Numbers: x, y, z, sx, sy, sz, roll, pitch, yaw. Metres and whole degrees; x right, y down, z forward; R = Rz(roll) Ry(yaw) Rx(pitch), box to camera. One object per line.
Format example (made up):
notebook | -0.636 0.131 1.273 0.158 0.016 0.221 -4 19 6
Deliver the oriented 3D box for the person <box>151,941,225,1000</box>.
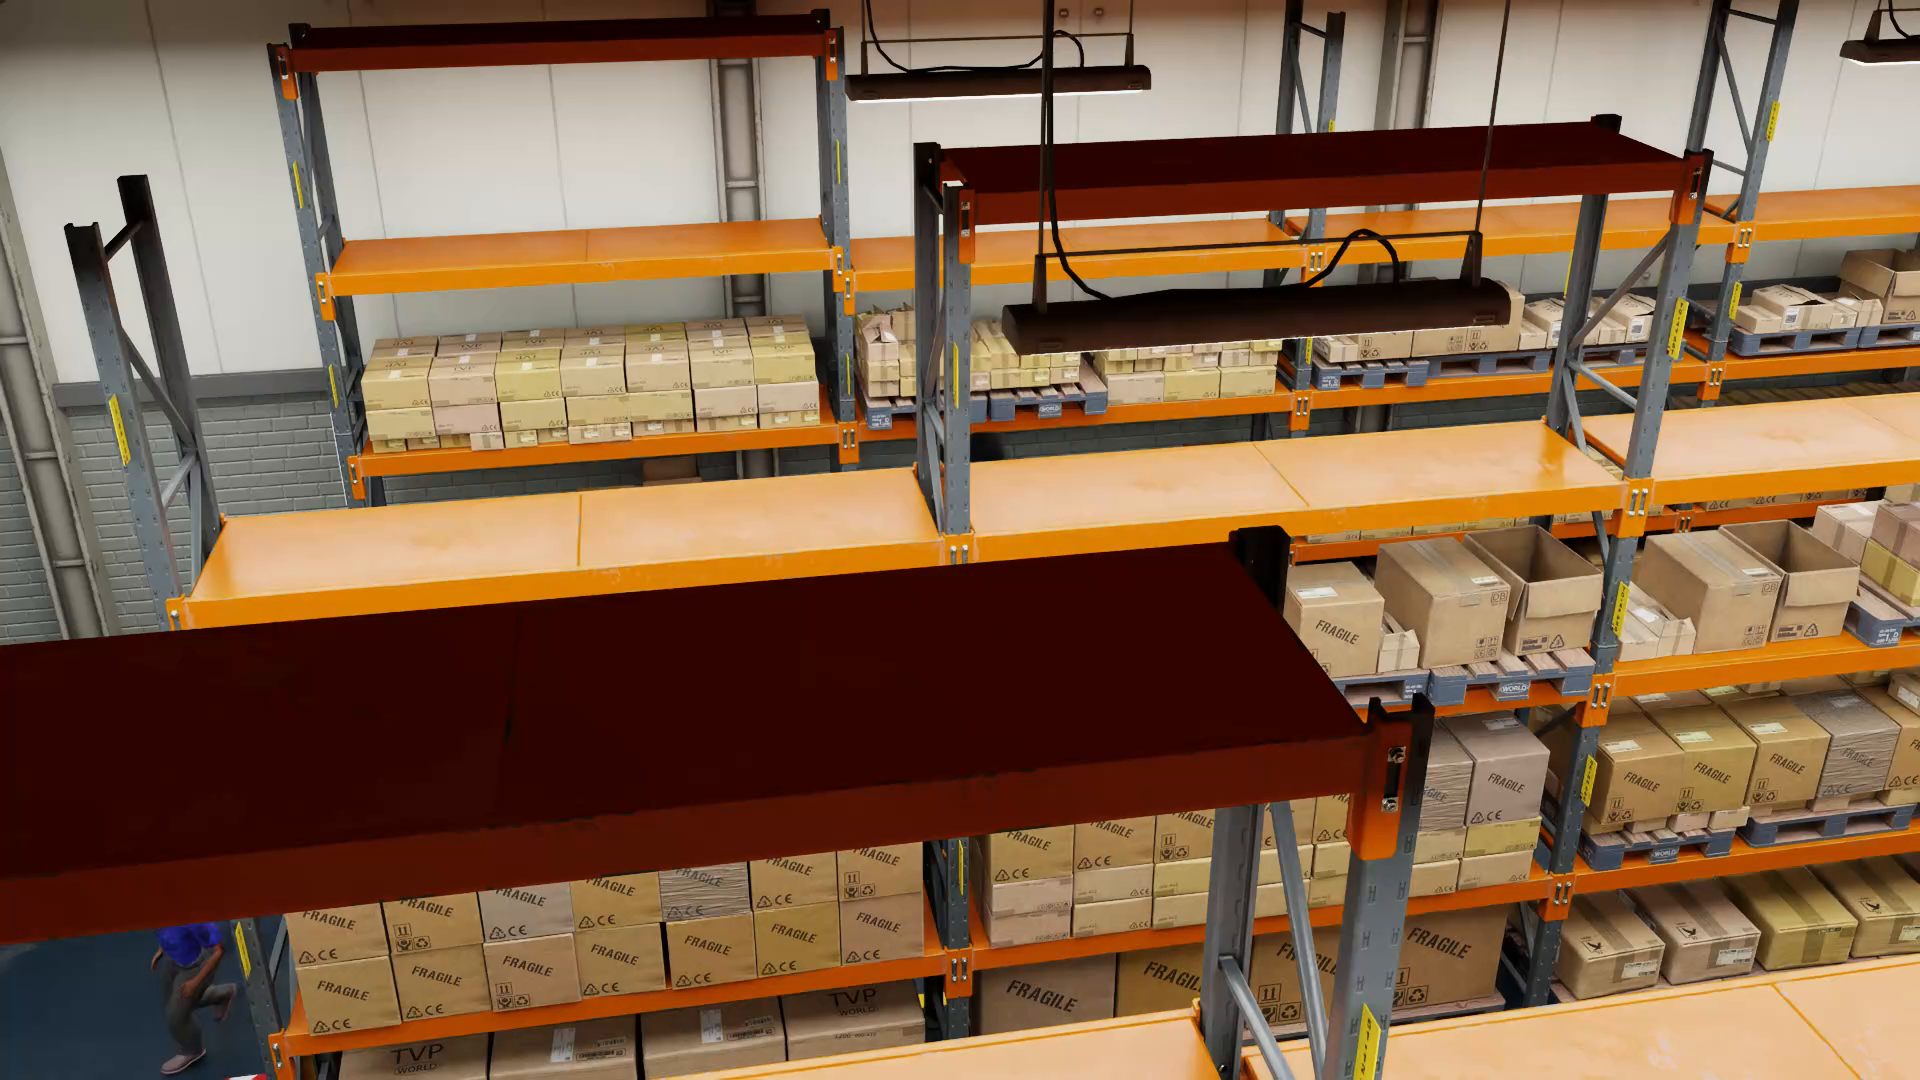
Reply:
person | -4.965 2.450 10.554 0.608 0.877 0.323 17 31 31
